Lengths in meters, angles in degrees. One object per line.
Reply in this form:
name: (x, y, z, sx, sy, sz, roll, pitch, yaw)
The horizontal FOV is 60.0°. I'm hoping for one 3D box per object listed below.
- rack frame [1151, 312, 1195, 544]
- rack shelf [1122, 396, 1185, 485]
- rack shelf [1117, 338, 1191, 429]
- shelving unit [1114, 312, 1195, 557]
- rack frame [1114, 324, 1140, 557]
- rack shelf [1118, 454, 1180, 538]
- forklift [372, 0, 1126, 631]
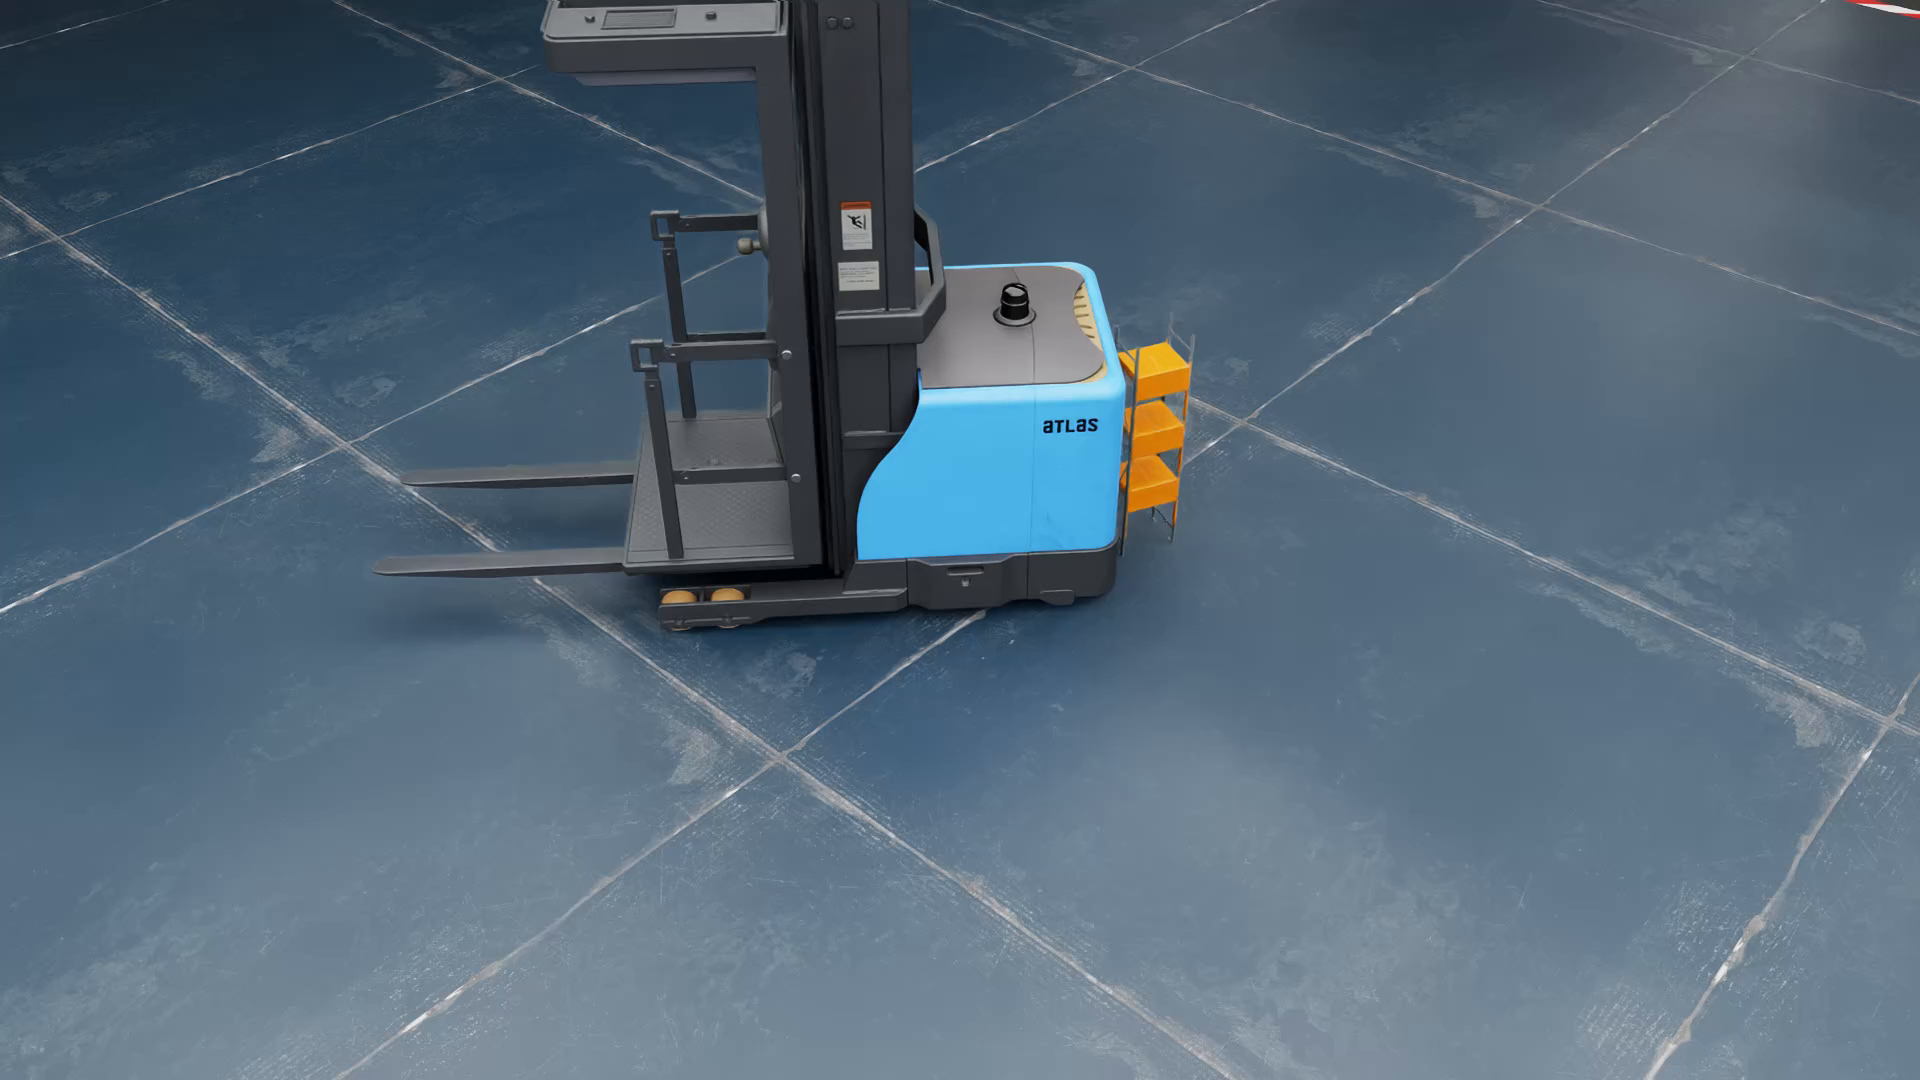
rack frame: (0.889, -0.453, 6.976, 0.008, 1.050, 0.200, -14, 41, -17)
rack shelf: (0.776, -0.415, 6.946, 0.240, 0.259, 0.215, -14, 41, -17)
rack shelf: (0.776, -0.638, 6.769, 0.240, 0.259, 0.215, -14, 41, -17)
shelving unit: (0.776, -0.424, 6.939, 0.252, 1.050, 0.215, -14, 41, -17)
rack frame: (0.663, -0.395, 6.903, 0.008, 1.050, 0.200, -14, 41, -17)
rack shelf: (0.776, -0.198, 7.119, 0.240, 0.259, 0.215, -14, 41, -17)
forklift: (-0.896, -1.121, 6.304, 3.031, 2.935, 1.130, -3, 39, -3)
